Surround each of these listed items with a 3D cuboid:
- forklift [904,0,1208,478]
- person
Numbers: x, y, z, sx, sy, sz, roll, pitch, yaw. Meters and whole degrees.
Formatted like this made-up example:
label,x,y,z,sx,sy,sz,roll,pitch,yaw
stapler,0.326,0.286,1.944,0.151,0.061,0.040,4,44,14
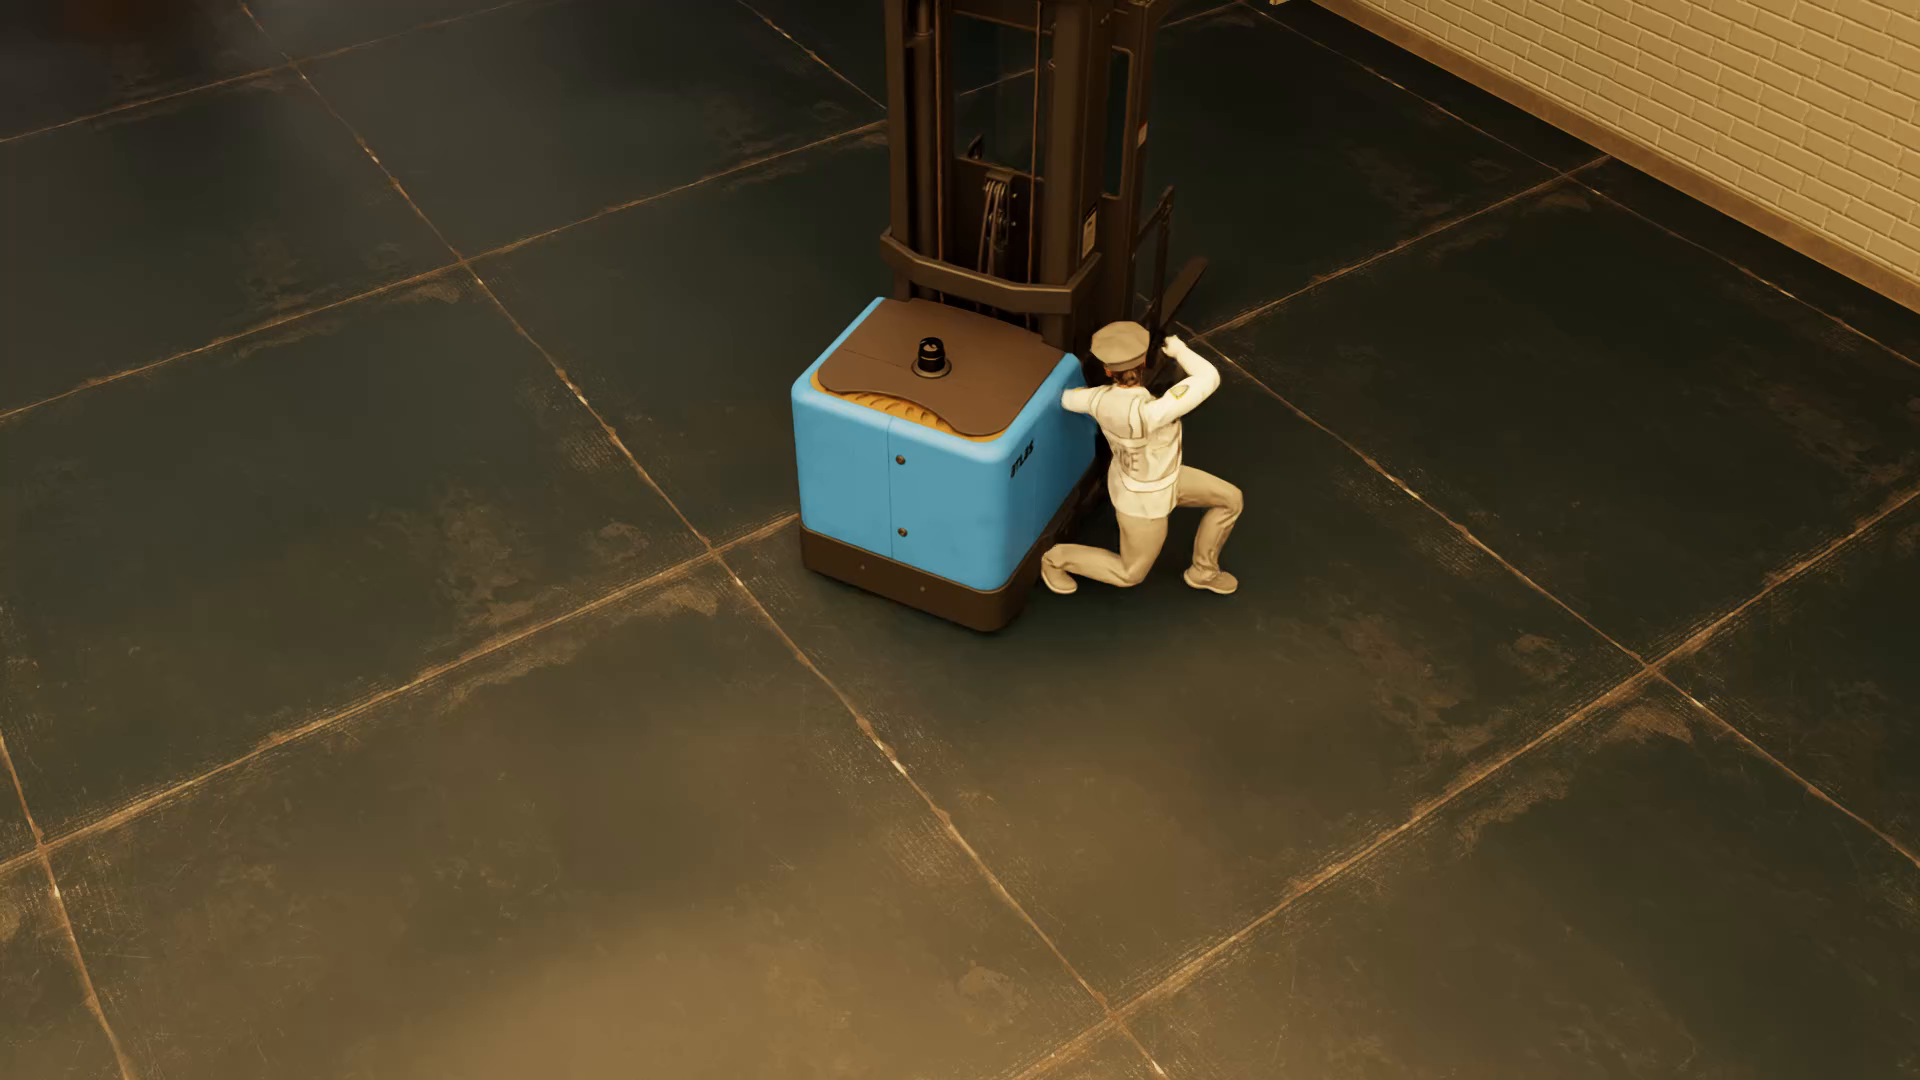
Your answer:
label,x,y,z,sx,sy,sz,roll,pitch,yaw
forklift,0.394,-1.669,7.526,1.121,2.935,3.031,19,46,20
person,0.778,-0.408,7.304,0.953,1.378,0.823,-4,43,-4
